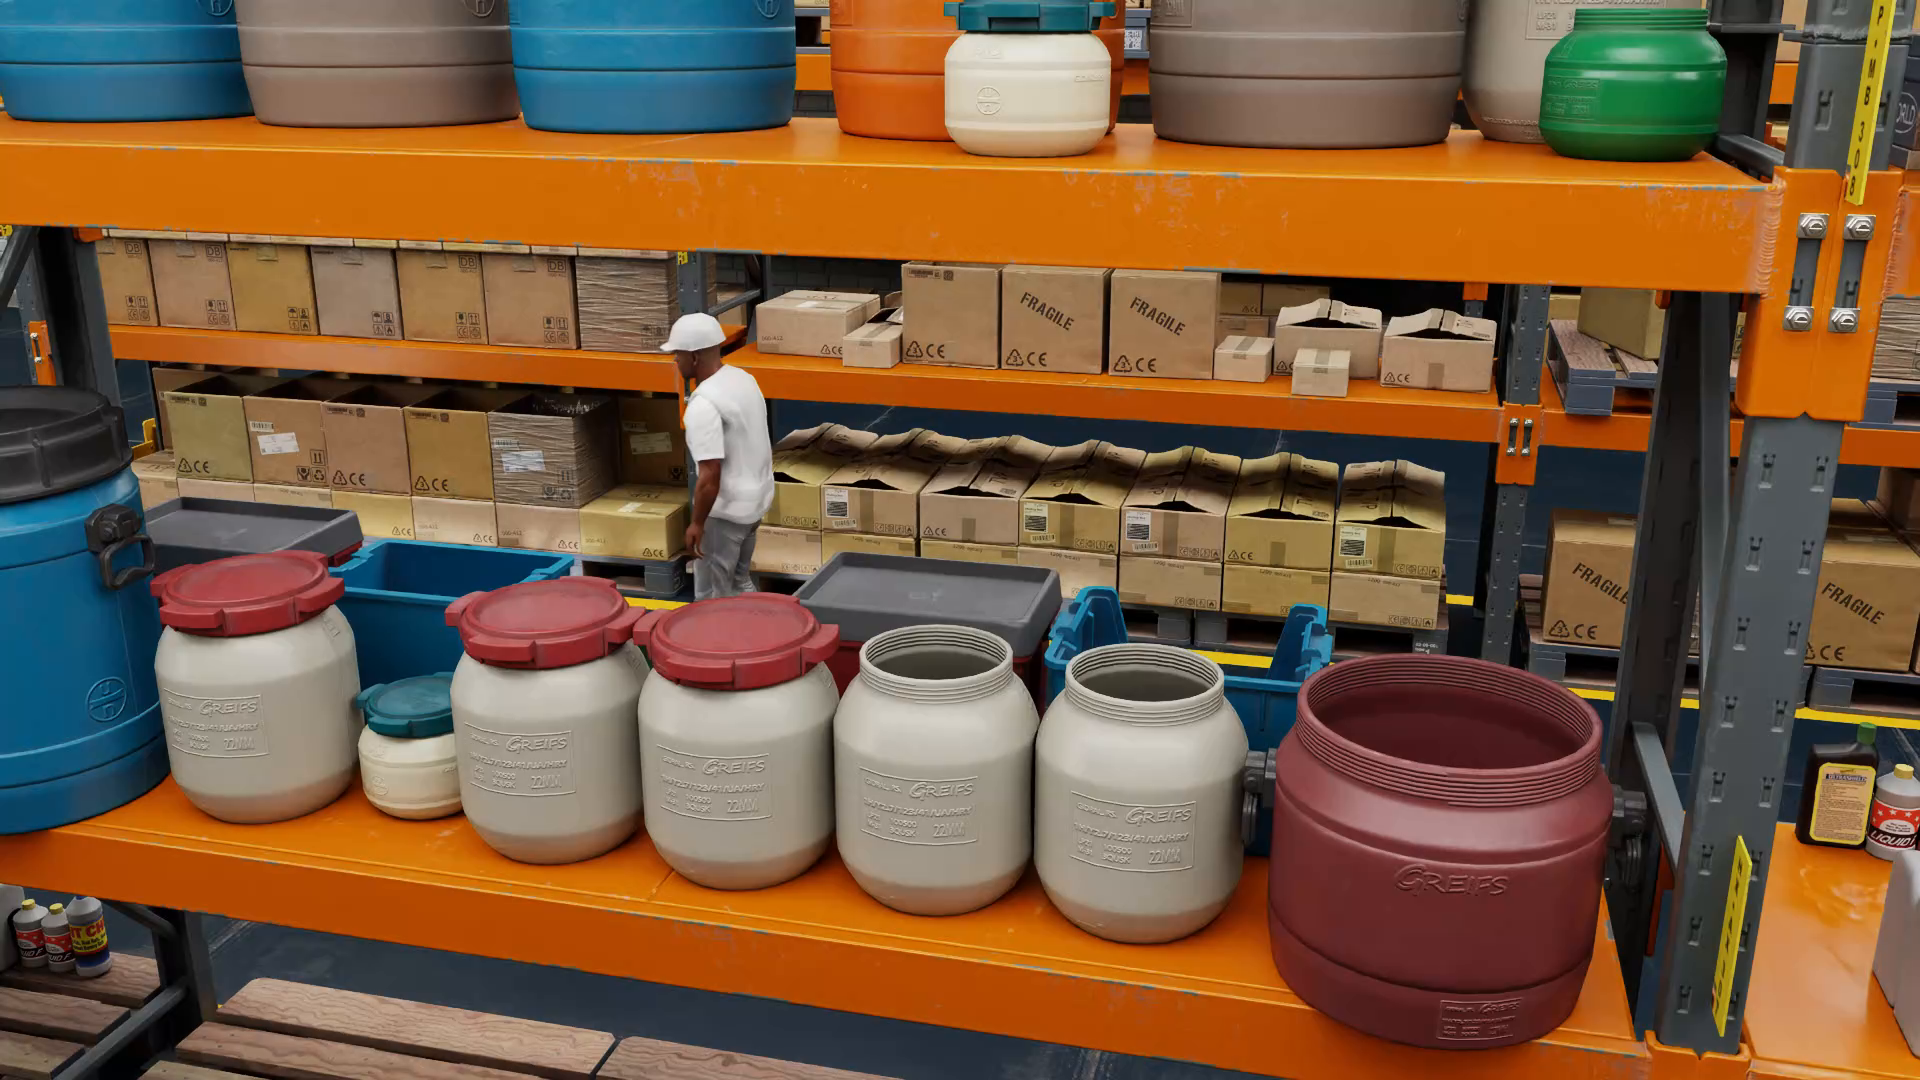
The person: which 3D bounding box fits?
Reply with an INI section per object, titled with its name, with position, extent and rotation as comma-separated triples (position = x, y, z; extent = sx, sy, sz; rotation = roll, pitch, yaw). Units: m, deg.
[person]
position = -1.076, -0.150, 7.485
extent = 0.461, 1.760, 0.625
rotation = 4, 19, 13
